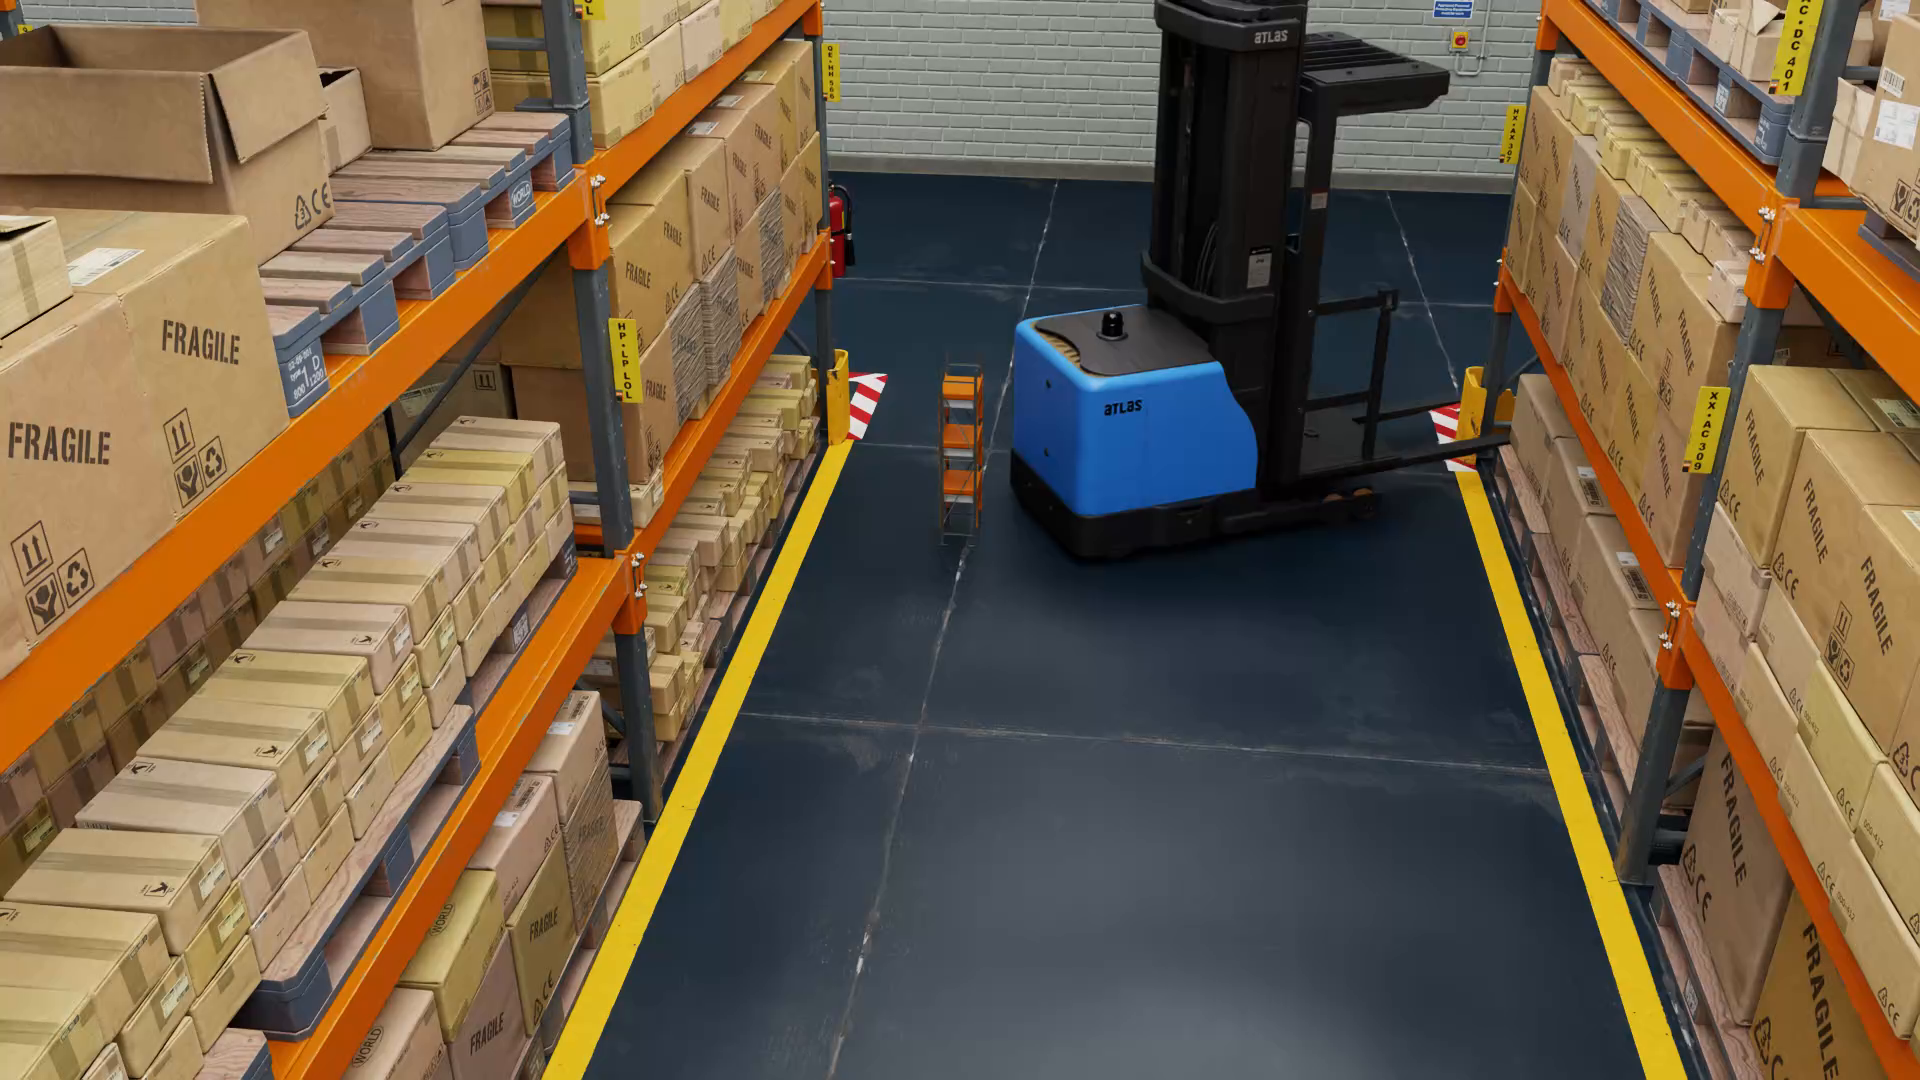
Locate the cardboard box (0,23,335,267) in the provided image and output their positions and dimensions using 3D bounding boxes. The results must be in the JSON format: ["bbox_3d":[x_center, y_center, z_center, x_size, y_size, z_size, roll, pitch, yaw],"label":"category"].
[{"bbox_3d":[-2.092,-1.006,4.240,0.797,0.503,0.637,3,28,6],"label":"cardboard box"}]

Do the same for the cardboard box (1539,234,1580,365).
[{"bbox_3d":[3.184,-1.174,8.161,0.500,0.500,0.500,3,28,6],"label":"cardboard box"}]

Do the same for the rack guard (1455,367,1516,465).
[{"bbox_3d":[3.646,-0.728,10.074,1.175,0.500,0.348,3,28,6],"label":"rack guard"}]

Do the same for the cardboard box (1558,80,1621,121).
[{"bbox_3d":[3.217,-2.193,8.314,0.380,0.149,0.250,4,29,8],"label":"cardboard box"}]

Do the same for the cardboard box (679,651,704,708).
[{"bbox_3d":[-1.377,0.618,7.503,0.380,0.149,0.250,4,29,8],"label":"cardboard box"}]

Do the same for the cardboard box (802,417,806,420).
[{"bbox_3d":[-1.140,-0.727,10.000,0.380,0.149,0.250,4,29,7],"label":"cardboard box"}]

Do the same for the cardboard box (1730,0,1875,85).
[{"bbox_3d":[2.913,-1.744,5.755,0.396,0.266,0.258,4,29,8],"label":"cardboard box"}]

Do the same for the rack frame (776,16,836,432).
[{"bbox_3d":[-1.283,-2.057,9.906,1.000,3.000,0.127,3,28,6],"label":"rack frame"}]

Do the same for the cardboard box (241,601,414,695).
[{"bbox_3d":[-1.789,0.303,4.719,0.380,0.149,0.250,2,28,4],"label":"cardboard box"}]

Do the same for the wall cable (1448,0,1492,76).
[{"bbox_3d":[4.310,-4.934,14.141,0.585,1.953,0.123,3,28,6],"label":"wall cable"}]

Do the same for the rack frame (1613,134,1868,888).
[{"bbox_3d":[3.152,0.066,5.965,1.000,3.000,0.127,3,28,6],"label":"rack frame"}]

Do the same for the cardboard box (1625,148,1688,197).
[{"bbox_3d":[3.109,-1.582,7.181,0.380,0.149,0.250,3,28,6],"label":"cardboard box"}]

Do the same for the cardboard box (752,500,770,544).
[{"bbox_3d":[-1.229,-0.113,8.859,0.380,0.149,0.250,4,29,7],"label":"cardboard box"}]

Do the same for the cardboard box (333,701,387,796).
[{"bbox_3d":[-1.819,0.554,4.568,0.380,0.149,0.250,4,29,8],"label":"cardboard box"}]

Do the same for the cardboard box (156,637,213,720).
[{"bbox_3d":[-2.433,0.397,4.859,0.380,0.149,0.250,3,28,5],"label":"cardboard box"}]

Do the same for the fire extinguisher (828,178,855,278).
[{"bbox_3d":[-0.794,-1.951,10.183,0.296,0.674,0.183,3,28,6],"label":"fire extinguisher"}]

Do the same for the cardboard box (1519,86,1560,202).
[{"bbox_3d":[3.301,-2.092,8.811,0.500,0.500,0.500,3,28,5],"label":"cardboard box"}]

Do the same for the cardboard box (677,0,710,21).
[{"bbox_3d":[-1.334,-2.332,6.884,0.500,0.250,0.500,4,29,7],"label":"cardboard box"}]

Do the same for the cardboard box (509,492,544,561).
[{"bbox_3d":[-1.657,-0.057,5.701,0.380,0.149,0.250,4,29,7],"label":"cardboard box"}]

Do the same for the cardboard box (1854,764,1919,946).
[{"bbox_3d":[2.635,0.824,4.190,0.500,0.250,0.500,3,28,5],"label":"cardboard box"}]

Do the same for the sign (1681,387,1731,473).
[{"bbox_3d":[2.601,-0.382,5.800,0.100,0.325,0.005,3,28,6],"label":"sign"}]

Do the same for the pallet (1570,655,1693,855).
[{"bbox_3d":[3.323,0.940,7.283,1.003,0.211,1.213,3,28,6],"label":"pallet"}]

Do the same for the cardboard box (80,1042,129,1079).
[{"bbox_3d":[-1.973,1.160,3.443,0.380,0.149,0.250,5,29,9],"label":"cardboard box"}]

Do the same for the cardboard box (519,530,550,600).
[{"bbox_3d":[-1.656,0.072,5.775,0.380,0.149,0.250,4,29,6],"label":"cardboard box"}]

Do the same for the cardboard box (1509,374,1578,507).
[{"bbox_3d":[3.661,-0.558,9.381,0.875,0.438,0.875,2,28,4],"label":"cardboard box"}]

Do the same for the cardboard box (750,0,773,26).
[{"bbox_3d":[-1.205,-2.609,7.926,0.500,0.250,0.500,5,29,8],"label":"cardboard box"}]

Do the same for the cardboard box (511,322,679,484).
[{"bbox_3d":[-1.462,-0.568,6.722,0.500,0.500,0.500,3,28,5],"label":"cardboard box"}]

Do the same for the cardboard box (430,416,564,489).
[{"bbox_3d":[-1.628,-0.310,5.858,0.380,0.149,0.250,5,29,9],"label":"cardboard box"}]

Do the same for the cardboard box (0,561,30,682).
[{"bbox_3d":[-1.929,0.091,2.651,0.500,0.500,0.500,3,28,6],"label":"cardboard box"}]

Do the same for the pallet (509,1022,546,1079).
[{"bbox_3d":[-2.014,1.996,5.323,1.003,0.211,1.213,3,28,6],"label":"pallet"}]

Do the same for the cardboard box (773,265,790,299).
[{"bbox_3d":[-1.134,-1.421,8.991,0.380,0.149,0.250,4,29,8],"label":"cardboard box"}]

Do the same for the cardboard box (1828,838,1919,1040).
[{"bbox_3d":[2.626,1.042,4.311,0.500,0.250,0.500,3,28,5],"label":"cardboard box"}]

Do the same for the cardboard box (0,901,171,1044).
[{"bbox_3d":[-1.949,0.924,3.567,0.380,0.149,0.250,3,28,6],"label":"cardboard box"}]

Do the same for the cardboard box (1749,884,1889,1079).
[{"bbox_3d":[3.053,1.538,5.029,0.875,0.875,0.875,4,29,8],"label":"cardboard box"}]

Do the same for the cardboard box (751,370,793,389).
[{"bbox_3d":[-1.184,-0.870,9.638,0.380,0.149,0.250,4,29,7],"label":"cardboard box"}]

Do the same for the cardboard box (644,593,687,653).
[{"bbox_3d":[-1.432,0.358,7.359,0.380,0.149,0.250,5,29,9],"label":"cardboard box"}]

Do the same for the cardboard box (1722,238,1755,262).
[{"bbox_3d":[3.014,-0.985,6.073,0.380,0.149,0.250,4,29,7],"label":"cardboard box"}]

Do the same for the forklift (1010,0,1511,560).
[{"bbox_3d":[1.864,-1.606,9.141,3.031,2.935,1.130,-10,30,-18],"label":"forklift"}]

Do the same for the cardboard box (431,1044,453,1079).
[{"bbox_3d":[-1.807,1.827,4.888,0.500,0.500,0.500,3,28,5],"label":"cardboard box"}]

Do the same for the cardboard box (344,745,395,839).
[{"bbox_3d":[-1.814,0.689,4.631,0.380,0.149,0.250,2,28,5],"label":"cardboard box"}]

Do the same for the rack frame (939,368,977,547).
[{"bbox_3d":[-0.008,-0.430,8.941,0.200,1.050,0.008,3,28,6],"label":"rack frame"}]

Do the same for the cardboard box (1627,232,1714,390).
[{"bbox_3d":[3.006,-0.895,6.589,0.500,0.500,0.500,3,28,5],"label":"cardboard box"}]

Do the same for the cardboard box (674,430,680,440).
[{"bbox_3d":[-1.436,-0.560,7.392,0.380,0.149,0.250,2,28,4],"label":"cardboard box"}]

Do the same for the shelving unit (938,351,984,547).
[{"bbox_3d":[0.007,-0.487,9.048,0.215,1.050,0.252,3,28,6],"label":"shelving unit"}]

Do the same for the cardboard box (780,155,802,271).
[{"bbox_3d":[-1.150,-1.764,8.942,0.500,0.500,0.500,3,28,5],"label":"cardboard box"}]

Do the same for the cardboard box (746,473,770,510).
[{"bbox_3d":[-1.226,-0.244,8.790,0.380,0.149,0.250,5,29,9],"label":"cardboard box"}]

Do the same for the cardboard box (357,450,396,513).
[{"bbox_3d":[-2.277,-0.221,6.006,0.380,0.149,0.250,4,29,7],"label":"cardboard box"}]

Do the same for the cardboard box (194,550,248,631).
[{"bbox_3d":[-2.403,0.138,5.026,0.380,0.149,0.250,3,28,6],"label":"cardboard box"}]

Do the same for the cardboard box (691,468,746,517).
[{"bbox_3d":[-1.308,-0.250,8.488,0.380,0.149,0.250,3,29,6],"label":"cardboard box"}]

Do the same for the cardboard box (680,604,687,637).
[{"bbox_3d":[-1.475,0.372,7.647,0.380,0.149,0.250,3,28,6],"label":"cardboard box"}]

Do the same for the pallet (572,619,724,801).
[{"bbox_3d":[-1.725,0.735,7.663,1.003,0.211,1.213,3,28,6],"label":"pallet"}]

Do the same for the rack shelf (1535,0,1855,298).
[{"bbox_3d":[3.398,-1.880,7.172,1.077,0.370,4.000,3,28,6],"label":"rack shelf"}]

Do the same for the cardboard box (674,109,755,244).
[{"bbox_3d":[-1.270,-1.710,7.787,0.500,0.500,0.500,2,28,4],"label":"cardboard box"}]
